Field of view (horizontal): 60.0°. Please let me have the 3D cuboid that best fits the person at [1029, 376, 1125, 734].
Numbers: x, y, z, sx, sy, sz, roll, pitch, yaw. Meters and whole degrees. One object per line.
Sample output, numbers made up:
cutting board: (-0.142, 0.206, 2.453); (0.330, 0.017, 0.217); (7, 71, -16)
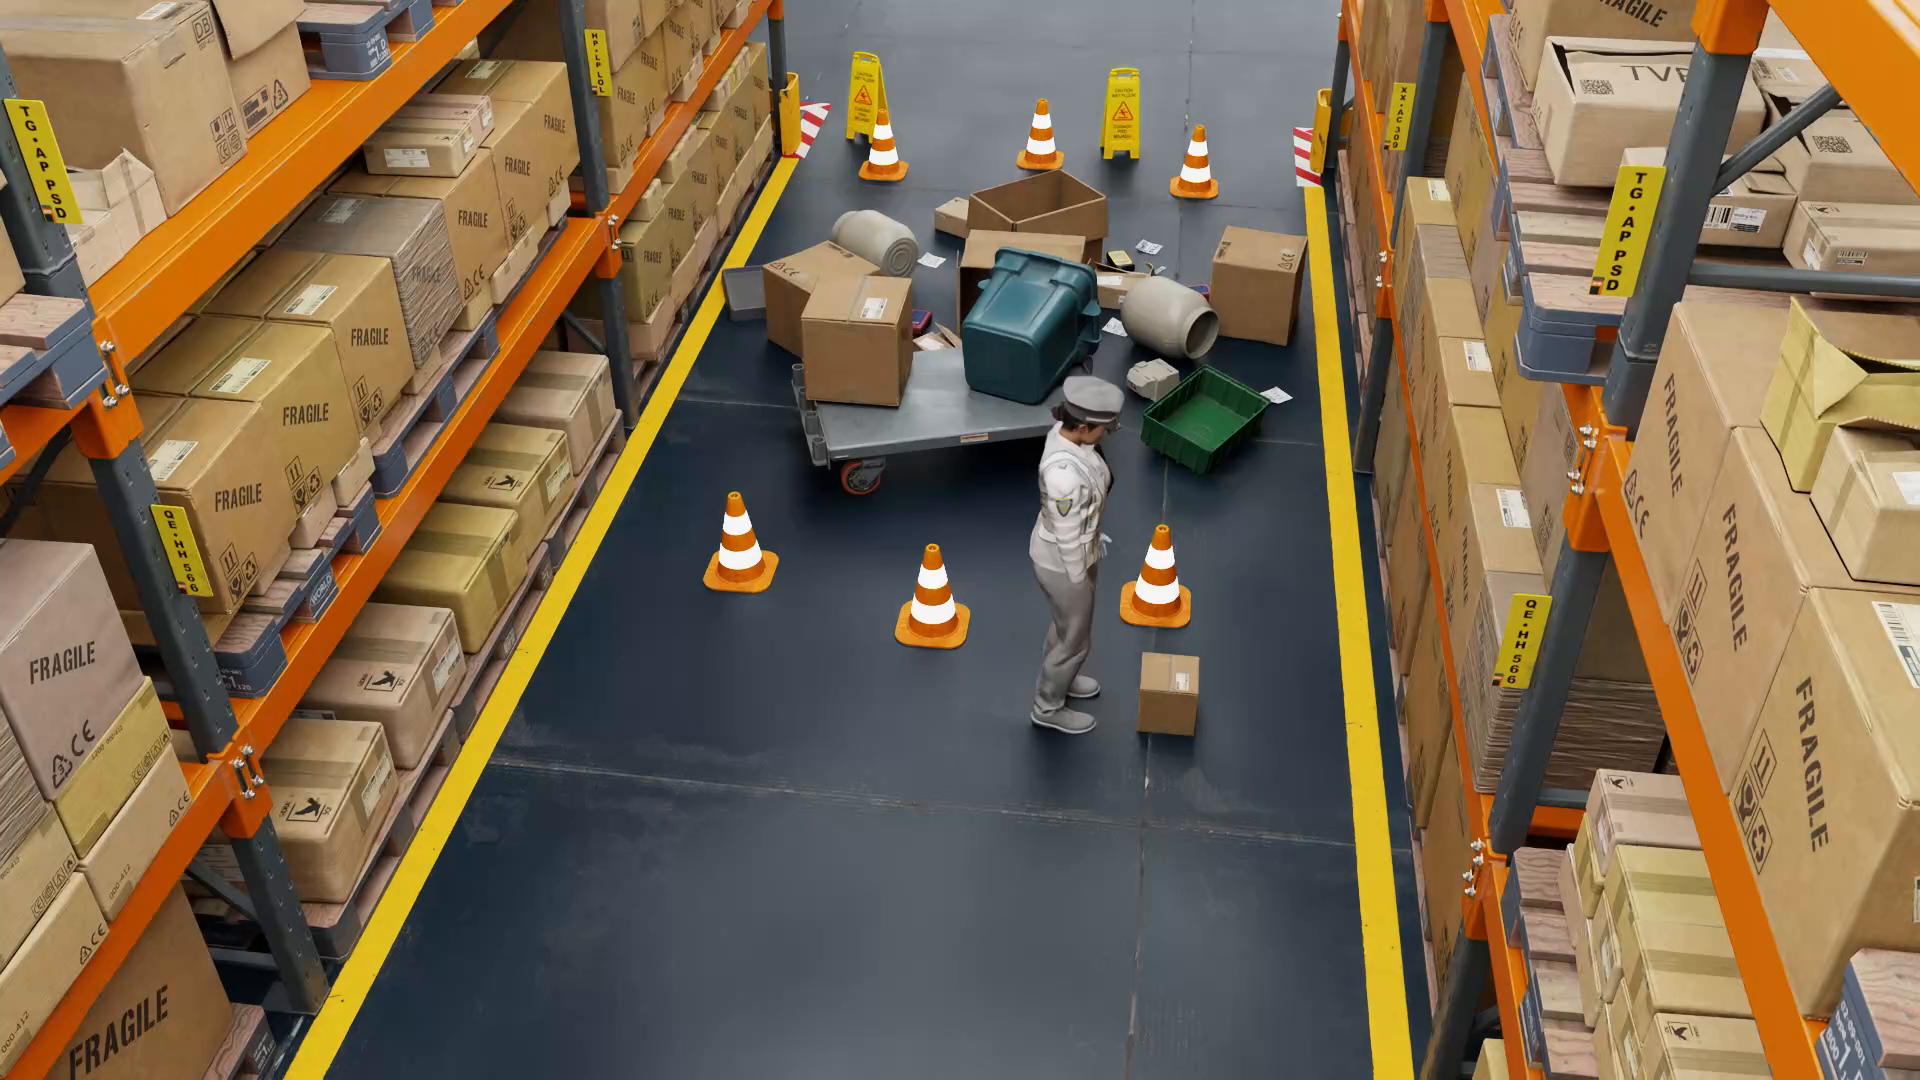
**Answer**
person: (0.469, 0.064, 6.968); (0.352, 1.660, 0.479); (5, 37, 7)
